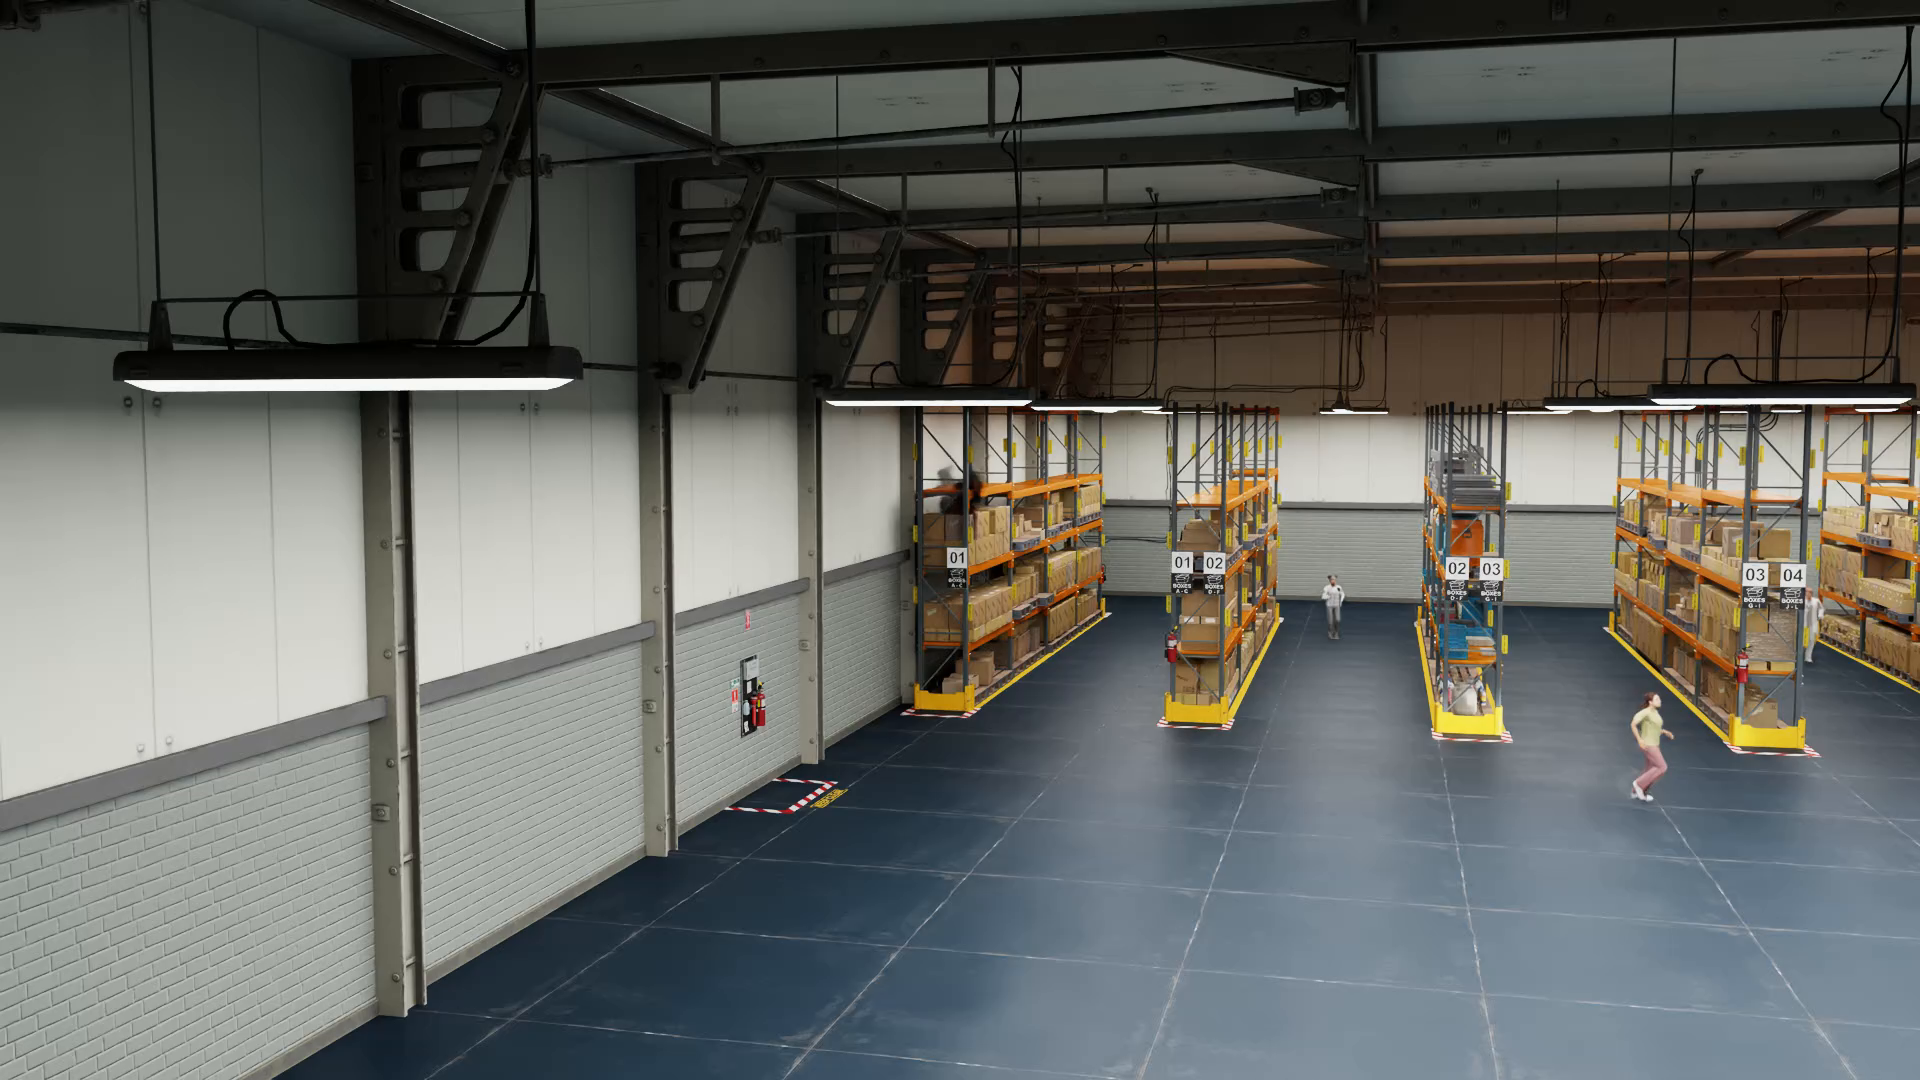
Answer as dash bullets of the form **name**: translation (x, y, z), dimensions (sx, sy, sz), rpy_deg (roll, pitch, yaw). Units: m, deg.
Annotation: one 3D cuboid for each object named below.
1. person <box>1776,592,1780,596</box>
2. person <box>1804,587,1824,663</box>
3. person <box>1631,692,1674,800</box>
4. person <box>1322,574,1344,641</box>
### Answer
- **person**: translation (21.805, 1.628, 43.943), dimensions (0.904, 1.657, 0.657), rpy_deg (-1, 4, -13)
- **person**: translation (19.894, 1.988, 38.981), dimensions (0.725, 1.733, 0.849), rpy_deg (1, 4, 16)
- **person**: translation (10.313, 3.070, 24.767), dimensions (0.550, 1.638, 0.587), rpy_deg (3, 5, 39)
- **person**: translation (9.586, 1.734, 42.648), dimensions (0.595, 1.718, 0.657), rpy_deg (0, 4, 5)
